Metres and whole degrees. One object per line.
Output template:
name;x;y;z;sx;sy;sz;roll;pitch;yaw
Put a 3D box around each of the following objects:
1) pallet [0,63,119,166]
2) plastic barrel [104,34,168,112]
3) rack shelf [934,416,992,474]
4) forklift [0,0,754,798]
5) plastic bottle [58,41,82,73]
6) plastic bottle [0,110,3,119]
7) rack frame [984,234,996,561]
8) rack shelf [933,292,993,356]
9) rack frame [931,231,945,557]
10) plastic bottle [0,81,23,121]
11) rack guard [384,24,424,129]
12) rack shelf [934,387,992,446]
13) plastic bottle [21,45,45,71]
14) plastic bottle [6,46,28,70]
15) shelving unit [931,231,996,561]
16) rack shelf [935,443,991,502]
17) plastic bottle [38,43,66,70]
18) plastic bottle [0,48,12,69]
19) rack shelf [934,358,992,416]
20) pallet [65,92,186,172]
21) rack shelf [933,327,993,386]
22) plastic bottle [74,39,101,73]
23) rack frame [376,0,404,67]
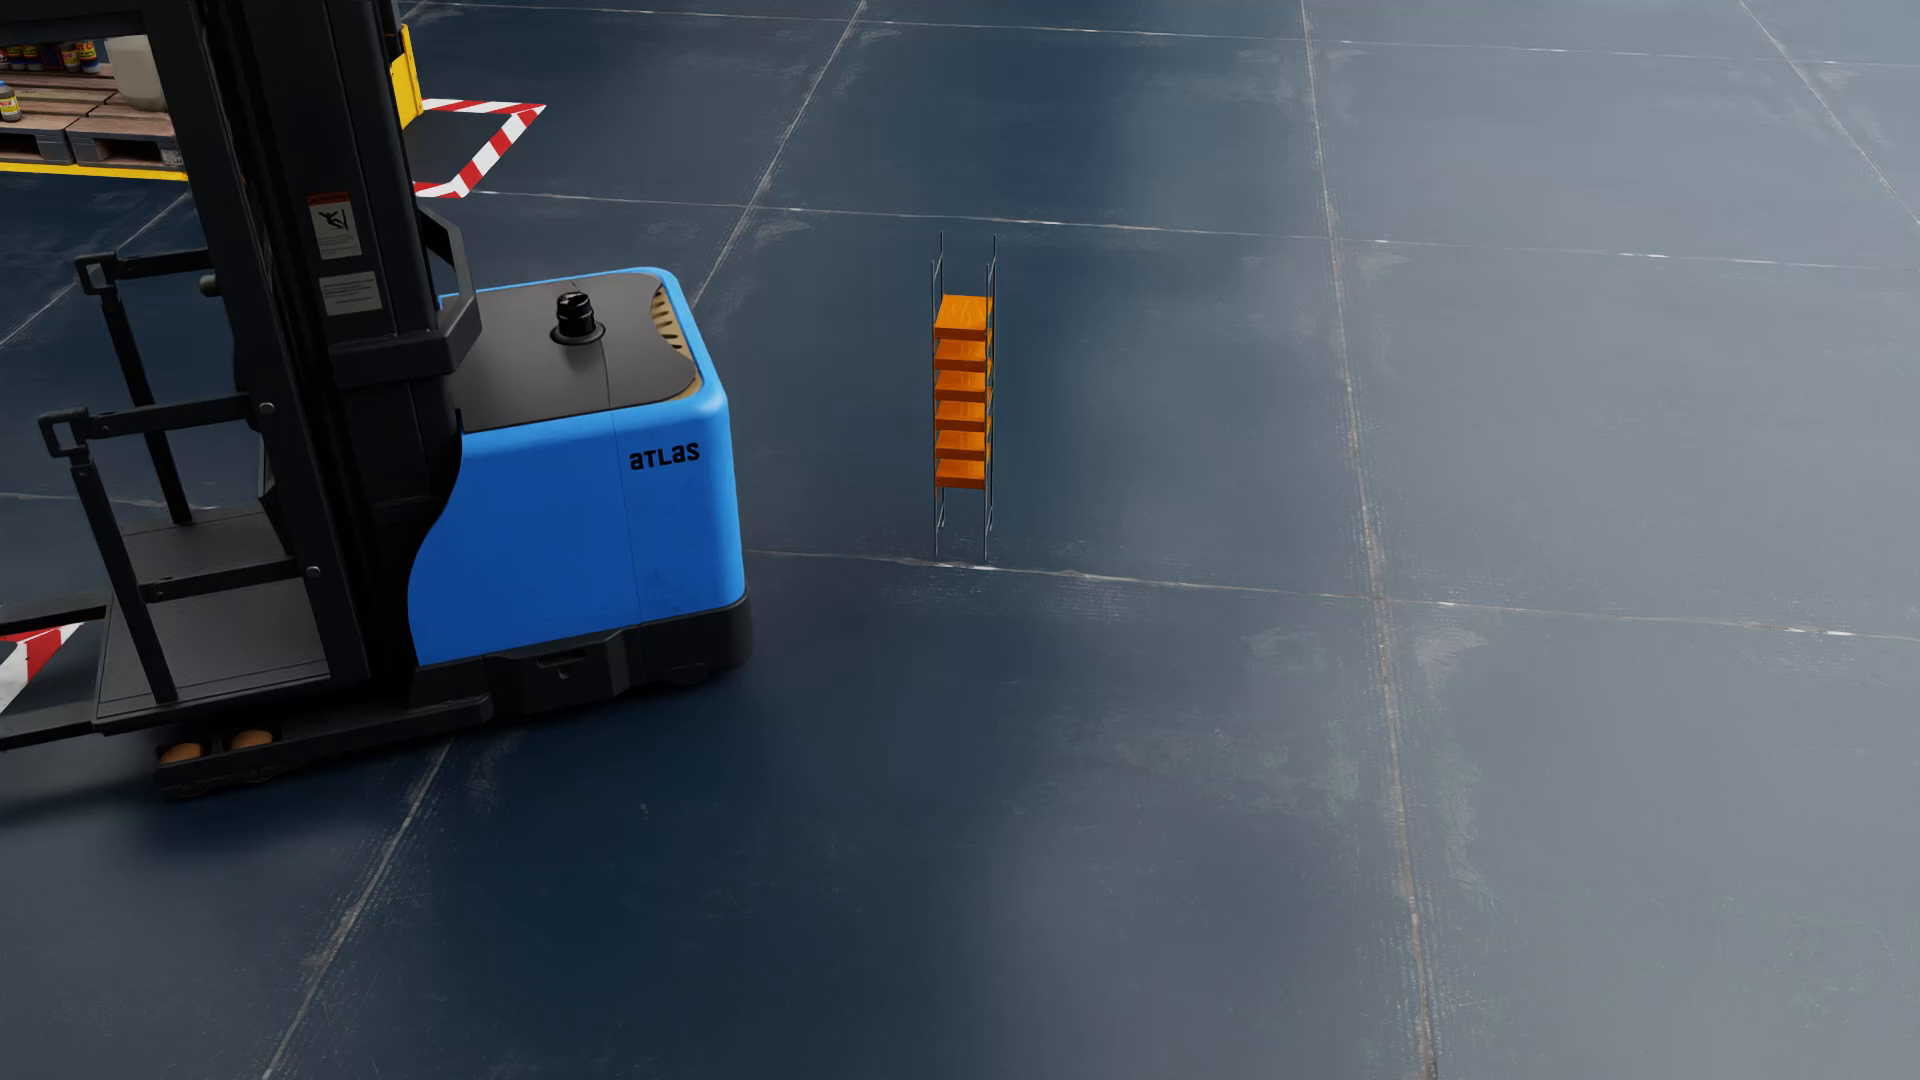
pallet;-5.405;-2.470;9.529;1.213;0.211;1.003;4;36;6
plastic barrel;-4.472;-2.671;9.191;0.421;0.512;0.421;0;36;0
rack shelf;0.014;-0.353;5.995;0.180;0.103;0.258;4;36;6
forklift;-2.270;-0.745;4.771;3.031;2.935;1.130;-11;37;-15
plastic bottle;-5.173;-2.833;9.667;0.097;0.201;0.097;0;36;0
plastic bottle;-5.308;-2.426;9.027;0.133;0.283;0.061;5;36;7
rack frame;0.105;-0.481;5.890;0.006;1.200;0.240;4;36;6
rack shelf;0.014;-0.744;5.717;0.180;0.103;0.258;4;36;6
rack frame;-0.076;-0.494;5.909;0.006;1.200;0.240;4;36;6
plastic bottle;-5.190;-2.395;9.053;0.097;0.201;0.097;0;36;0
rack guard;-3.393;-2.432;9.228;0.348;0.500;1.175;4;36;6
rack shelf;0.014;-0.451;5.926;0.180;0.103;0.258;4;36;6
plastic bottle;-5.411;-2.879;9.672;0.097;0.271;0.097;0;36;0
plastic bottle;-5.510;-2.886;9.682;0.097;0.271;0.097;0;36;0
shelving unit;0.014;-0.487;5.900;0.189;1.200;0.258;4;36;6
rack shelf;0.014;-0.256;6.065;0.180;0.103;0.258;4;36;6
plastic bottle;-5.293;-2.886;9.671;0.133;0.283;0.061;5;36;7
plastic bottle;-5.608;-2.865;9.713;0.097;0.201;0.097;0;36;0
rack shelf;0.014;-0.549;5.856;0.180;0.103;0.258;4;36;6
pallet;-4.199;-2.378;9.400;1.213;0.211;1.003;4;36;6
rack shelf;0.014;-0.646;5.786;0.180;0.103;0.258;4;36;6
plastic bottle;-5.071;-2.854;9.636;0.097;0.271;0.097;0;36;0
rack frame;-3.312;-3.471;8.532;0.127;3.000;1.000;4;36;6
